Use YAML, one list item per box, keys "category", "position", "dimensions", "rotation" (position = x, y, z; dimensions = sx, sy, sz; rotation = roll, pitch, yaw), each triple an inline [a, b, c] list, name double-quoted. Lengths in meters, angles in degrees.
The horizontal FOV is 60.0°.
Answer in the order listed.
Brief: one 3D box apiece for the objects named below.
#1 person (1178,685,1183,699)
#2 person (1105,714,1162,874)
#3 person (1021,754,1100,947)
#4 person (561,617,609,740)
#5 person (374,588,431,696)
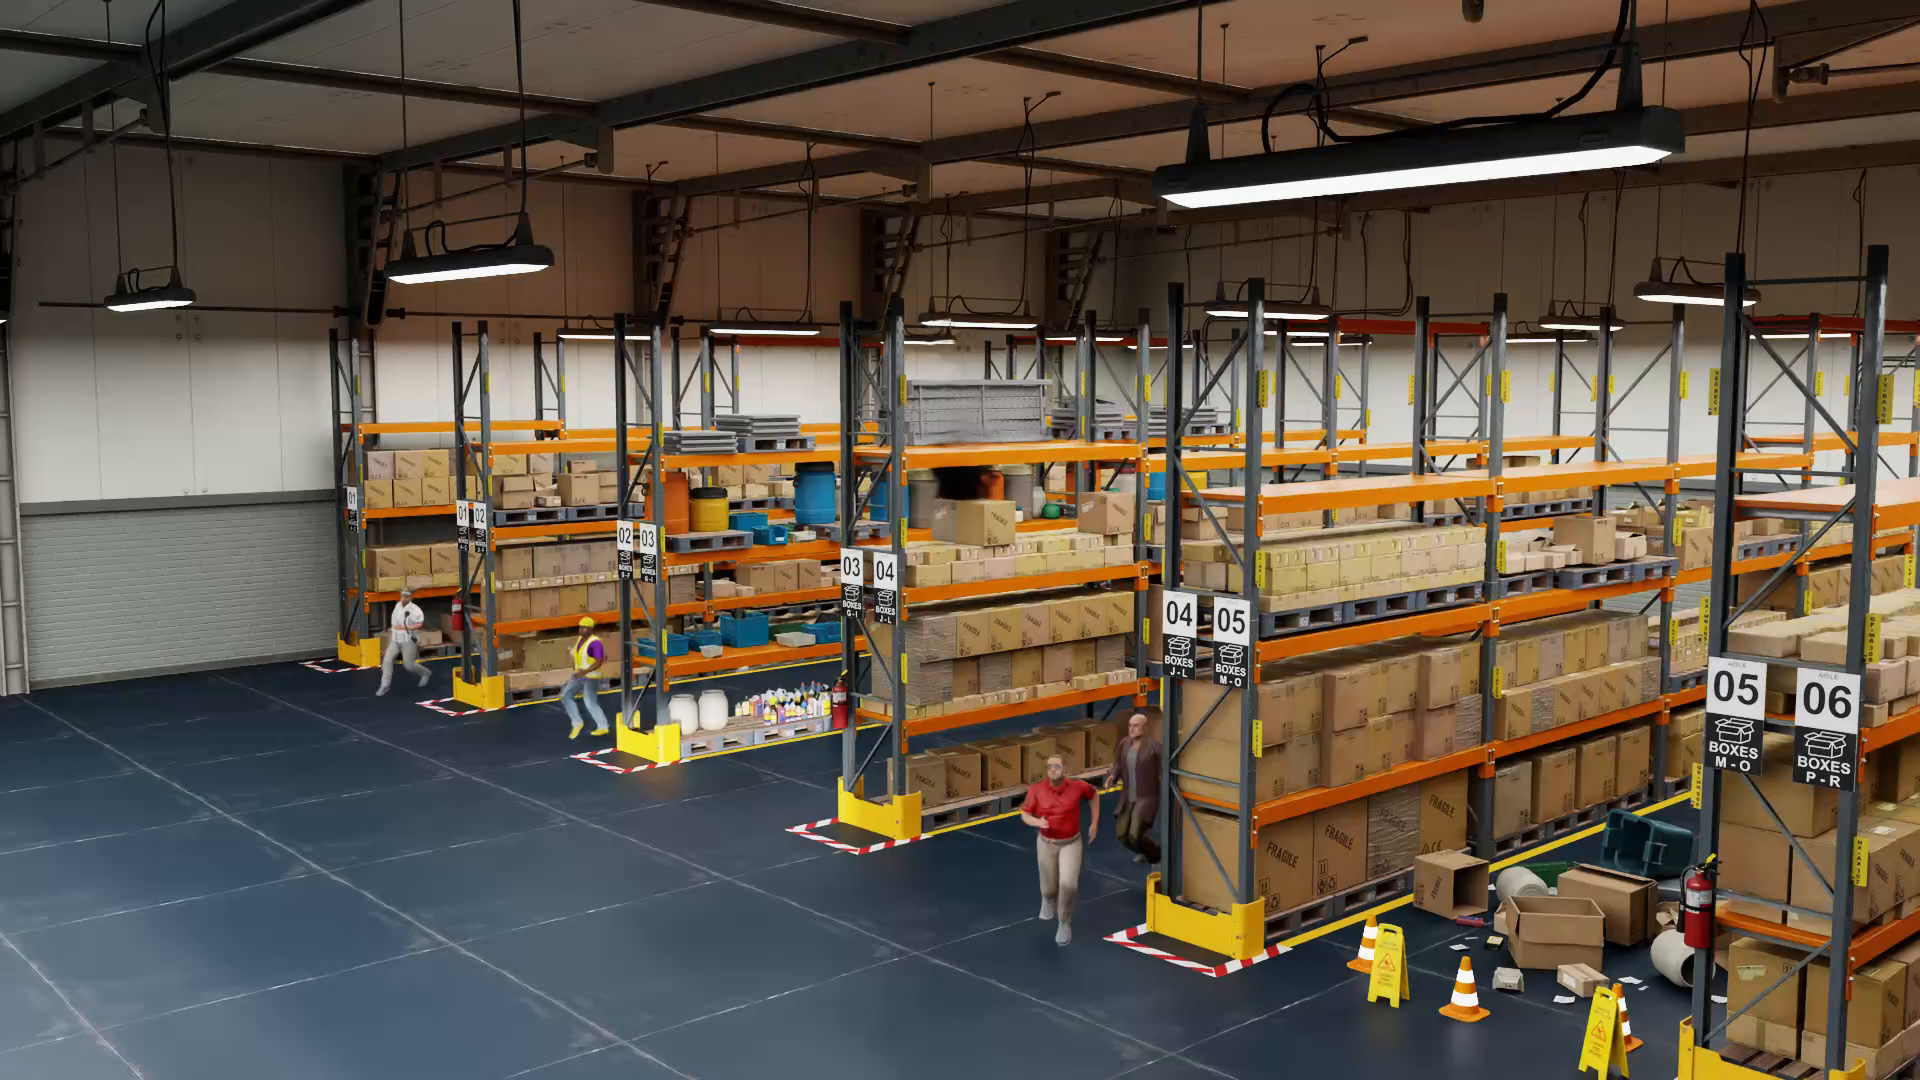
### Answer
- category: "person"
  position: [3.368, 1.848, 25.230]
  dimensions: [0.553, 1.658, 0.725]
  rotation: [5, 7, 40]
- category: "person"
  position: [1.773, 2.579, 16.594]
  dimensions: [0.661, 1.698, 0.727]
  rotation: [-6, 8, -44]
- category: "person"
  position: [0.896, 2.718, 14.871]
  dimensions: [0.674, 1.664, 0.920]
  rotation: [1, 6, 11]
- category: "person"
  position: [-5.316, 1.967, 23.658]
  dimensions: [0.678, 1.774, 0.713]
  rotation: [-5, 8, -44]
- category: "person"
  position: [-9.032, 1.641, 27.126]
  dimensions: [0.685, 1.763, 0.927]
  rotation: [2, 6, 23]
